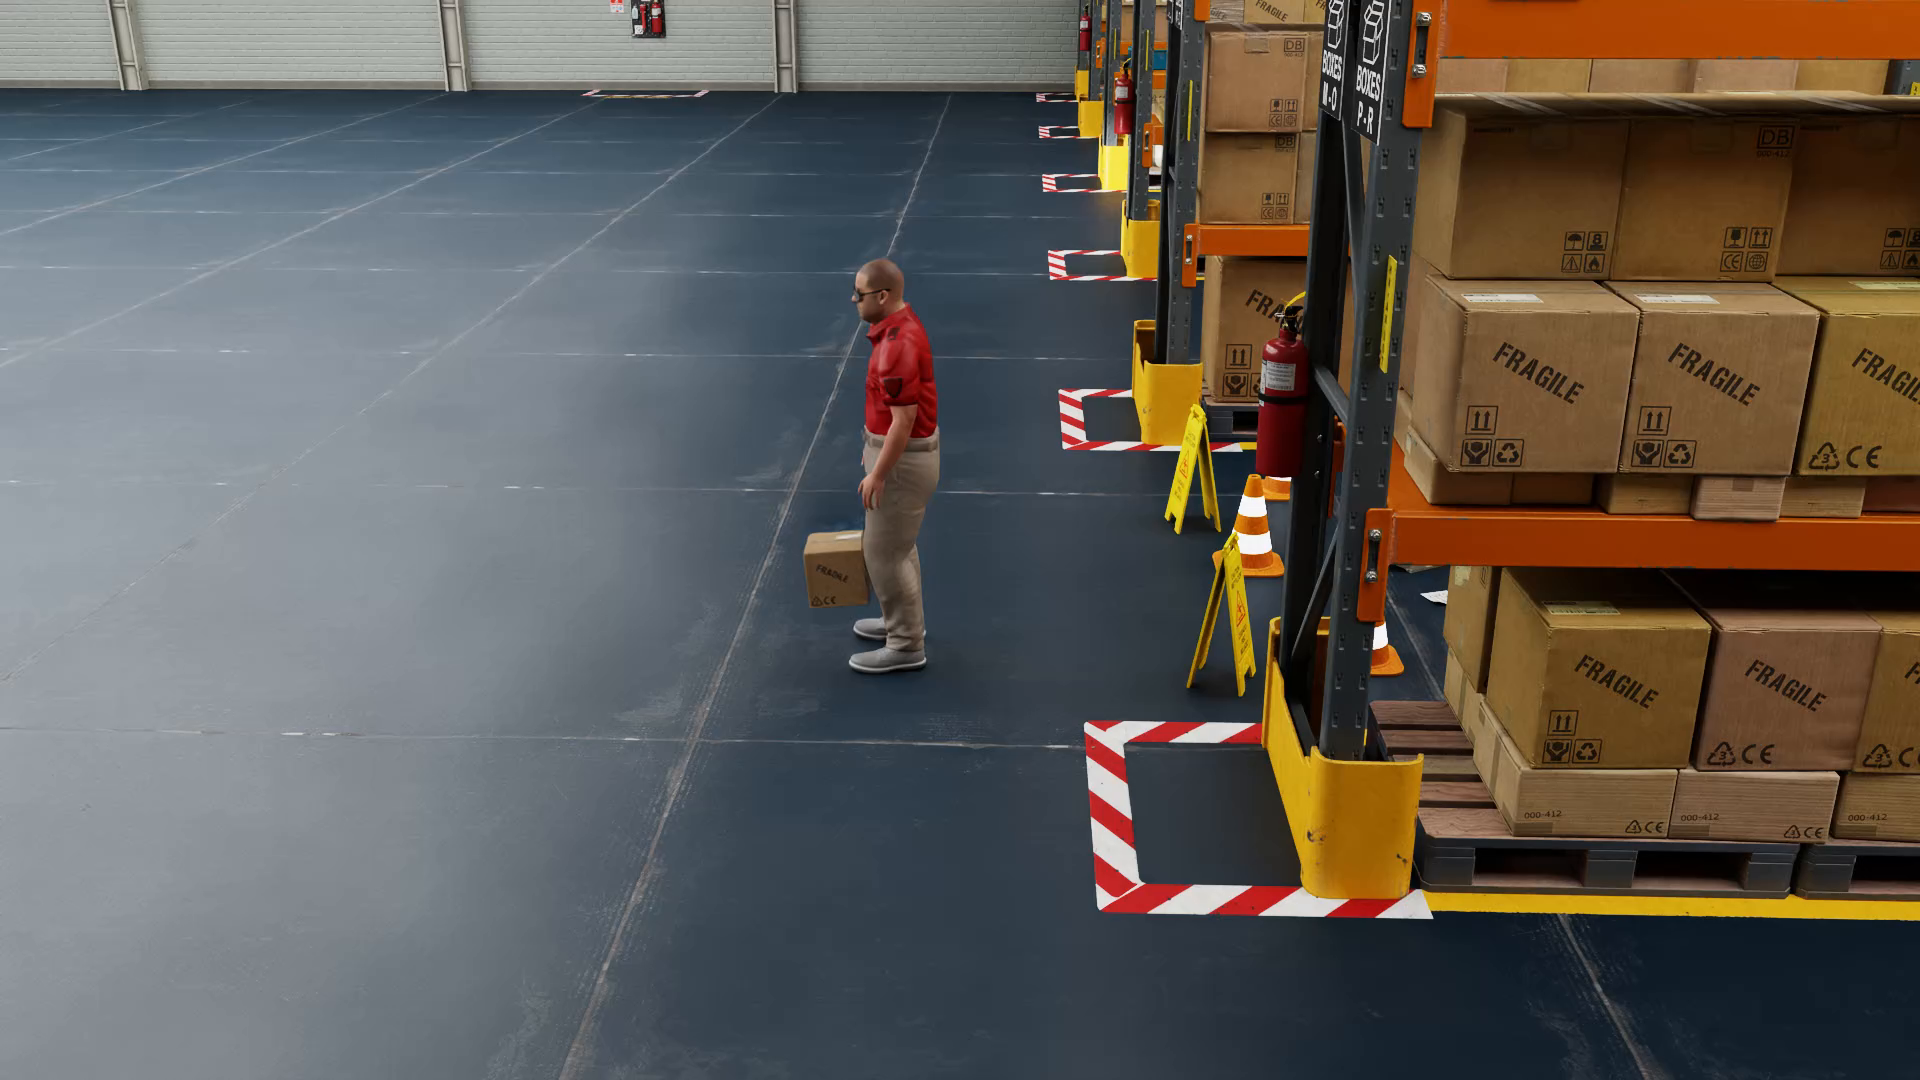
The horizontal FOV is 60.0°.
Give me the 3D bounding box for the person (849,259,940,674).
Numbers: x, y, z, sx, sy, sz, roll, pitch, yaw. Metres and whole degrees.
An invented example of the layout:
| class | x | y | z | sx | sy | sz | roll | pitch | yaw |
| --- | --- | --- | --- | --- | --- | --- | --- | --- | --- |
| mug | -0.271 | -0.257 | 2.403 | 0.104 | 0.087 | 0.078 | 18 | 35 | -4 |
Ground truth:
| class | x | y | z | sx | sy | sz | roll | pitch | yaw |
| --- | --- | --- | --- | --- | --- | --- | --- | --- | --- |
| person | -0.280 | -0.312 | 6.923 | 0.391 | 1.729 | 0.566 | 0 | 21 | 0 |
